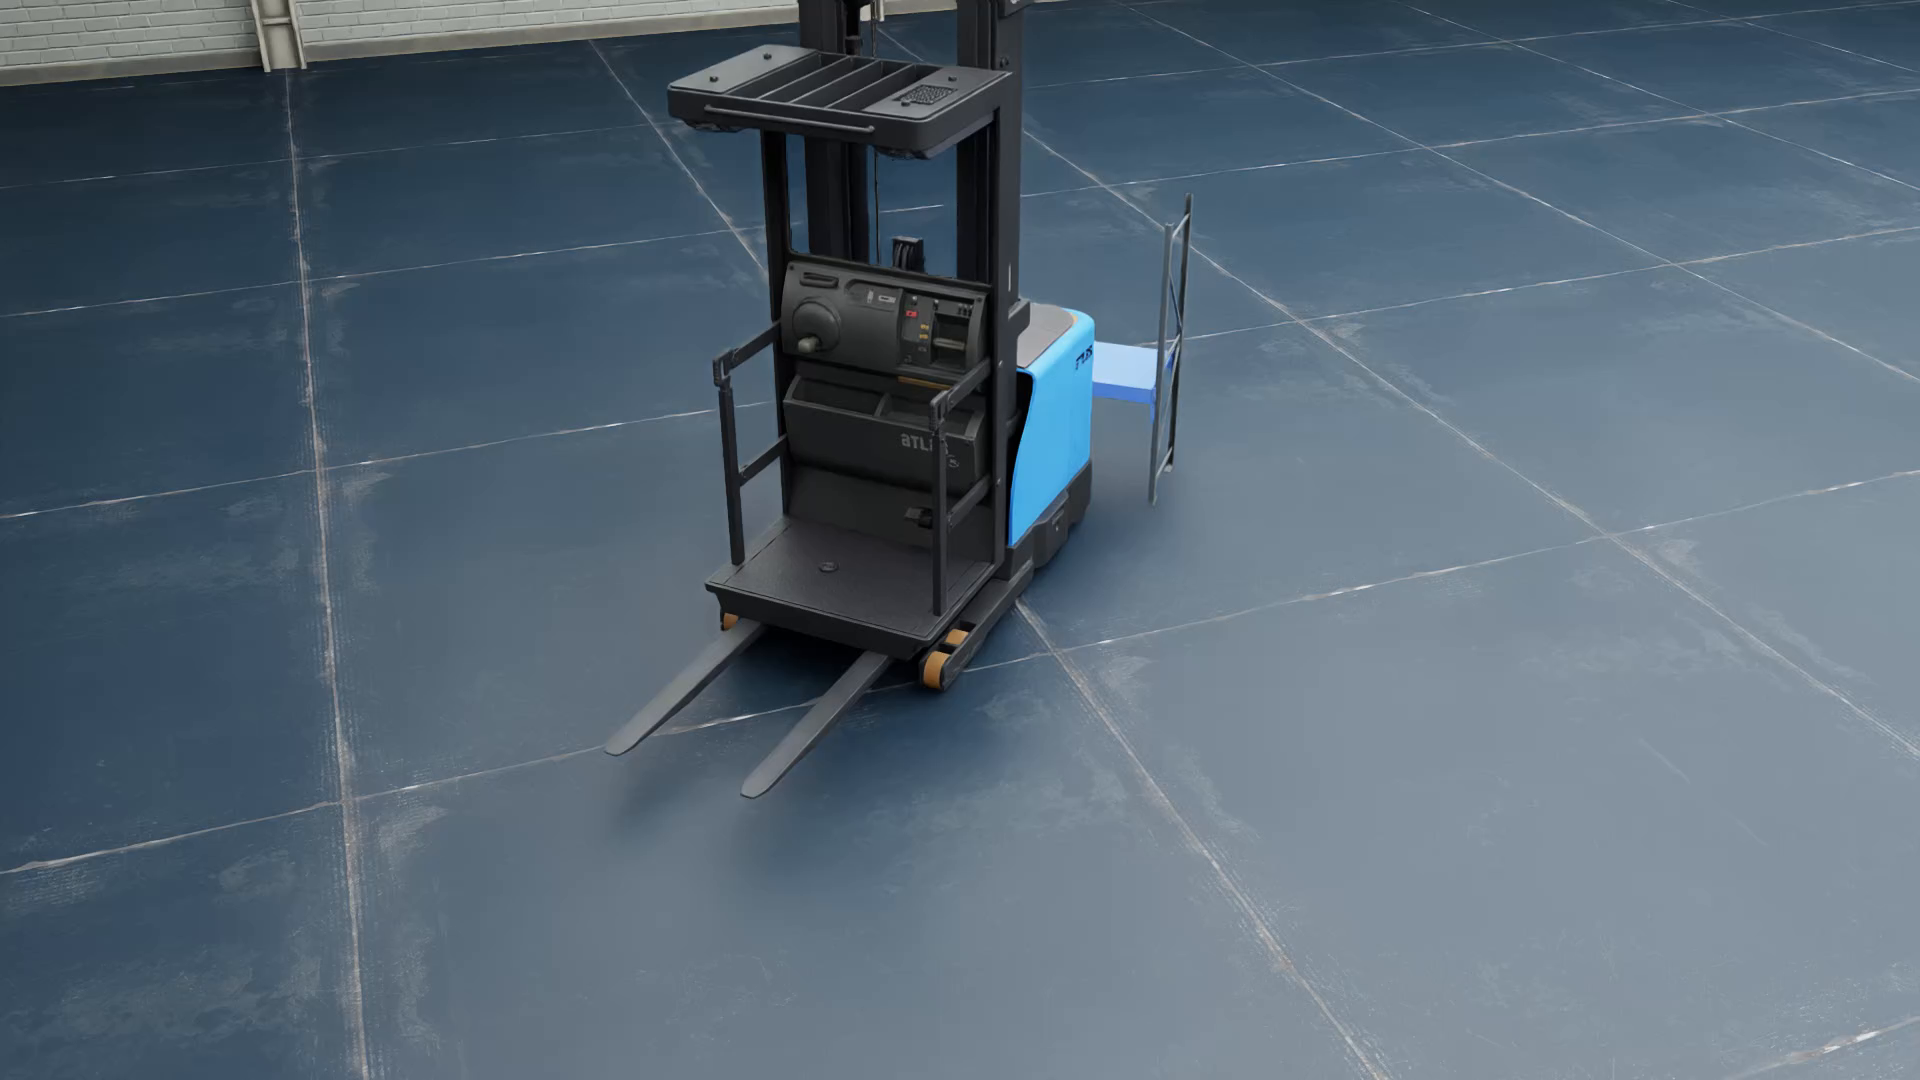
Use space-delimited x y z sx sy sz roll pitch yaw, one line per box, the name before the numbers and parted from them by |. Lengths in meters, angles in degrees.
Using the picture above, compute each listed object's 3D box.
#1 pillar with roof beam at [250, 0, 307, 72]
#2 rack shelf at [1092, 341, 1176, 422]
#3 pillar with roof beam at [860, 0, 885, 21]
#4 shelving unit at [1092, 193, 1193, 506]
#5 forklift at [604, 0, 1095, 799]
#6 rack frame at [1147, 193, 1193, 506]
pillar with roof beam | -5.189 -6.609 10.761 0.400 9.000 9.100 -10 31 -18
rack shelf | 0.579 -0.871 8.627 1.000 0.185 0.538 10 31 16
pillar with roof beam | 0.435 -7.645 12.578 0.400 9.000 9.100 -10 31 -18
shelving unit | 0.579 -1.027 8.538 1.048 1.500 0.538 10 31 16
forklift | -0.420 -0.876 6.827 1.130 2.935 3.031 13 32 22
rack frame | 1.060 -0.946 8.395 0.032 1.500 0.500 10 31 16
